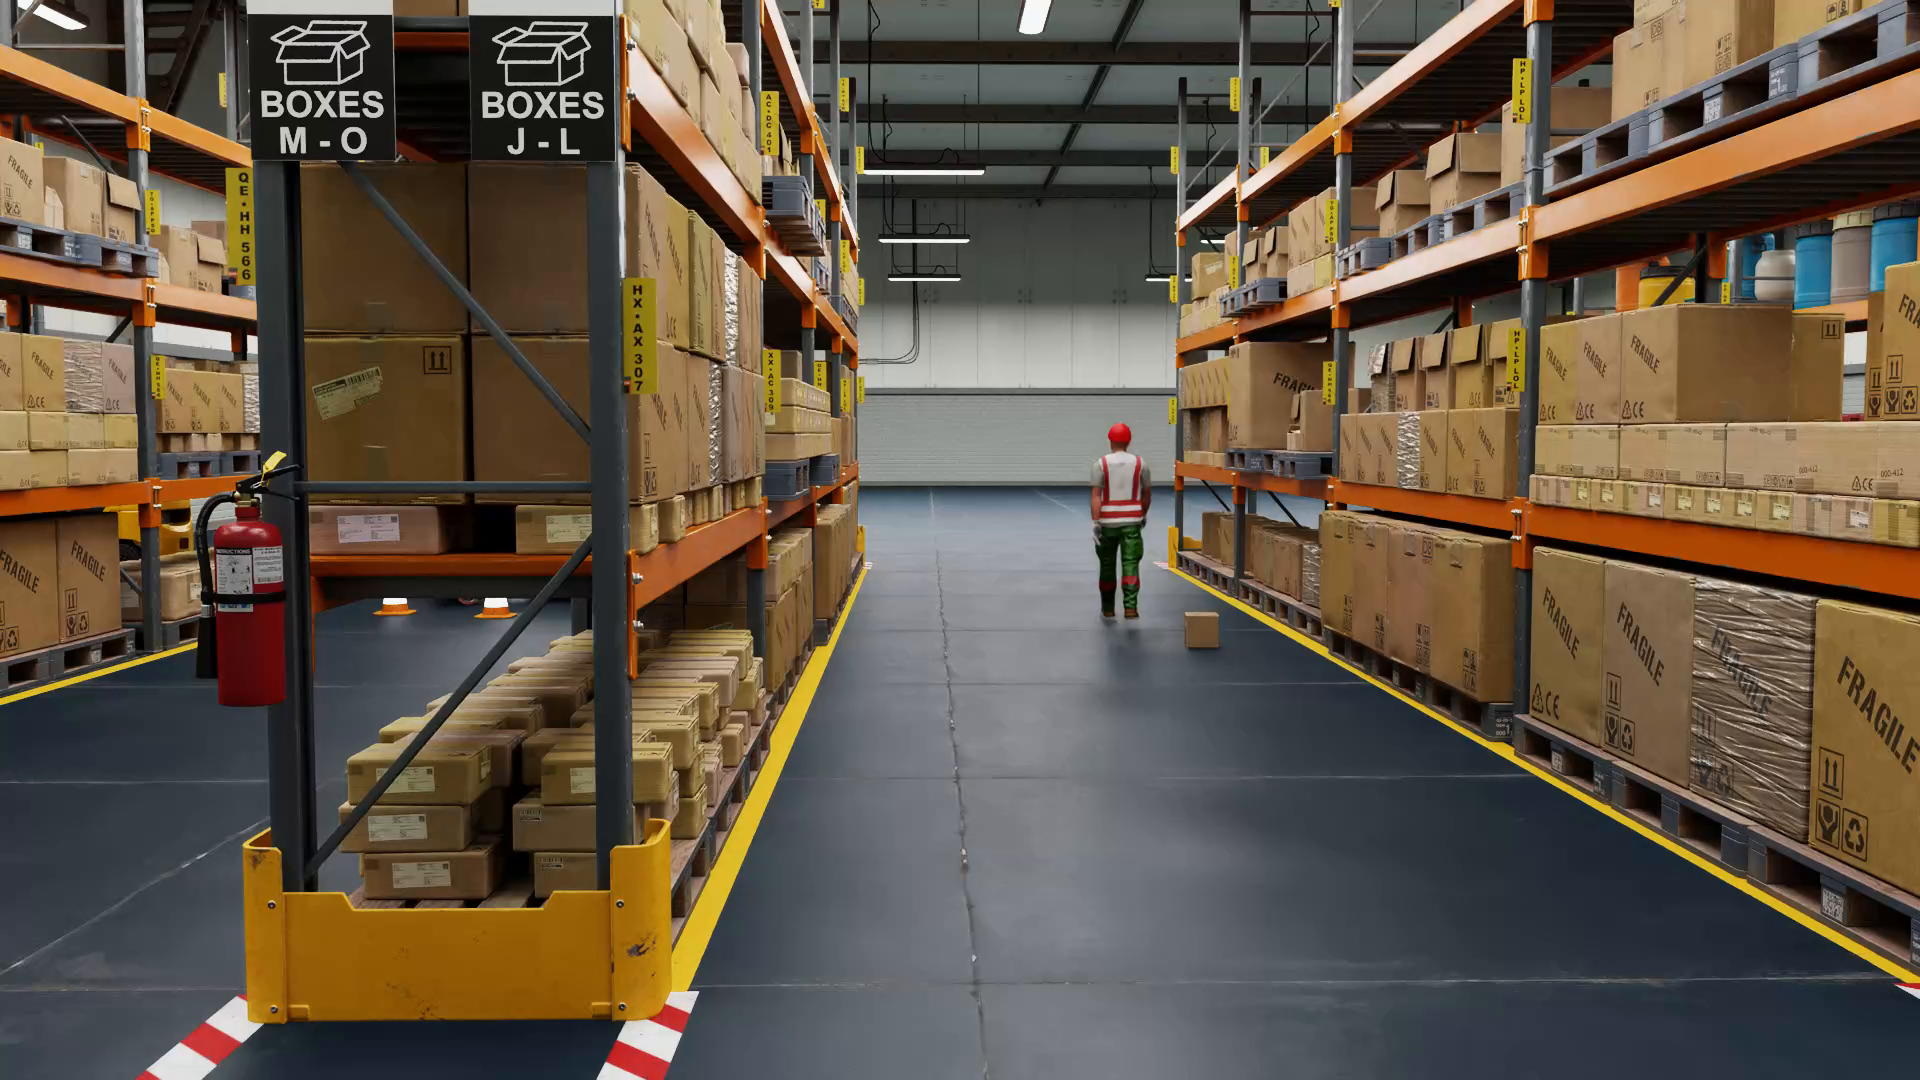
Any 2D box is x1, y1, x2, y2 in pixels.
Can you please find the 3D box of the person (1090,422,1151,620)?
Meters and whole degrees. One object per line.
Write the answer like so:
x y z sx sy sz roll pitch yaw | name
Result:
1.406 -0.161 14.578 0.538 1.735 1.089 0 4 3 | person
